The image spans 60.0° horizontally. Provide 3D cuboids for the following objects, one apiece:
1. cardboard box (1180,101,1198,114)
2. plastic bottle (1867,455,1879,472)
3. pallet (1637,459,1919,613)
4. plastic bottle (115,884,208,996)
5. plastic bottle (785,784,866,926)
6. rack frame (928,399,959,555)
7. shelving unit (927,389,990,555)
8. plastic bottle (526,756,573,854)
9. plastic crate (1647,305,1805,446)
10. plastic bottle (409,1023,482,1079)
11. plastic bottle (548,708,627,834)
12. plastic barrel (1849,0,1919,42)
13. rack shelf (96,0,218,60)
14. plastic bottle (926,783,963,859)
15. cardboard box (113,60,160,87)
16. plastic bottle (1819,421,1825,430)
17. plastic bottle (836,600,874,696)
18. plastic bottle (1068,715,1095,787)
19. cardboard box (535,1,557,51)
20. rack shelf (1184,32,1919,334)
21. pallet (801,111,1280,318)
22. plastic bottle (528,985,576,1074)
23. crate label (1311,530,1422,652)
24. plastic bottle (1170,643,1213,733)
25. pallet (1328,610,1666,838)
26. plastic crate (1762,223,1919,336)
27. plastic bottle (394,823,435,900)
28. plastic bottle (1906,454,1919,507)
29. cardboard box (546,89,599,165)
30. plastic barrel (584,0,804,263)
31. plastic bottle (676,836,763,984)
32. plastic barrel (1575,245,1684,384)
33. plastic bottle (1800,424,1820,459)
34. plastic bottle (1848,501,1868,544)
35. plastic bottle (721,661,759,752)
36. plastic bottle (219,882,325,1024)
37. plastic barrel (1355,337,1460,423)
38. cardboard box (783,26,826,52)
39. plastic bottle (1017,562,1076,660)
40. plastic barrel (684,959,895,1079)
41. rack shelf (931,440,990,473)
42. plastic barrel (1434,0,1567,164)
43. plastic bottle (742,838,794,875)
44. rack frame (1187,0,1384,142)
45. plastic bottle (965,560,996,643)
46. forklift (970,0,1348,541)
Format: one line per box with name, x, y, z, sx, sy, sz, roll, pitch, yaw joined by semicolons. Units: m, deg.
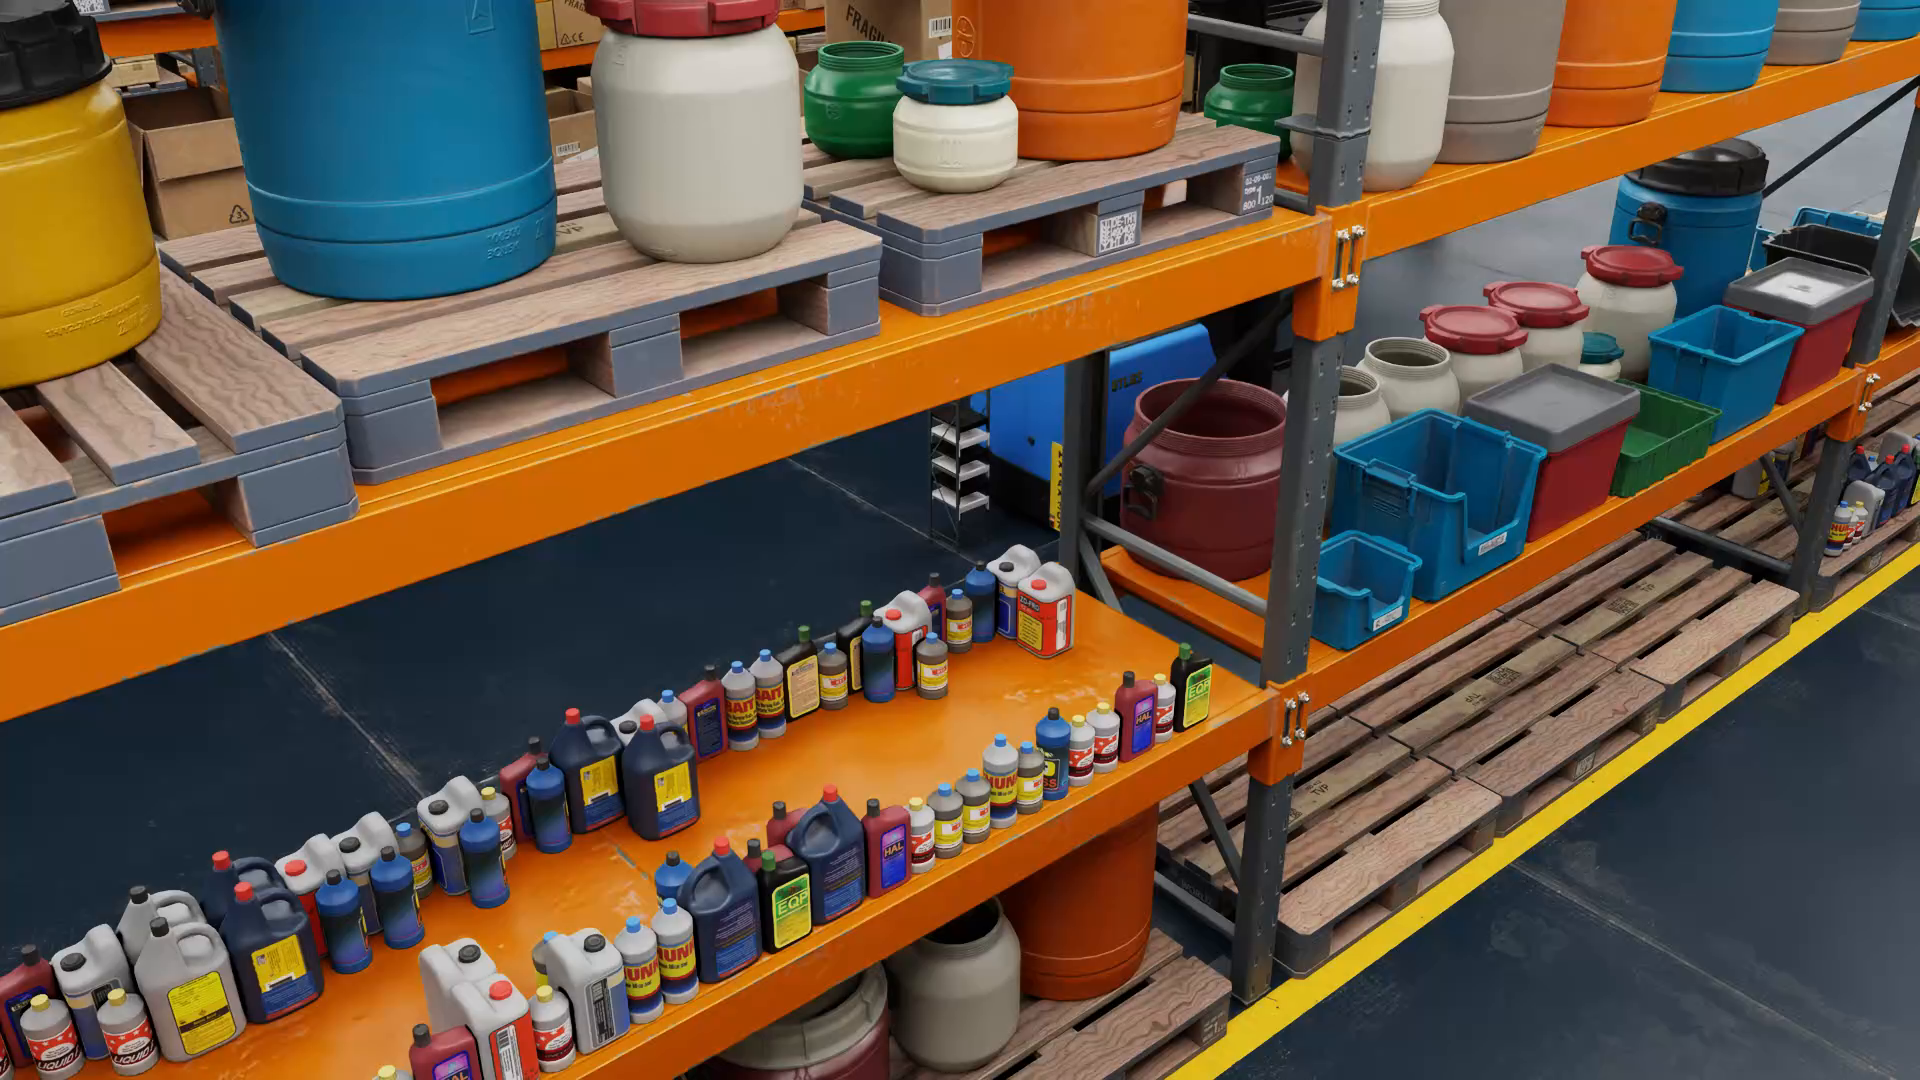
cardboard box;1.452;-2.993;11.434;0.250;0.149;0.380;-22;35;-35
plastic bottle;4.669;-0.308;8.572;0.097;0.271;0.097;0;28;0
pallet;4.291;-0.092;8.698;1.213;0.211;1.003;-22;35;-35
plastic bottle;-1.846;0.939;3.862;0.185;0.351;0.144;-22;35;-35
plastic bottle;-0.338;0.774;4.171;0.185;0.351;0.144;-22;35;-35
rack frame;-0.084;-0.363;8.475;0.006;0.900;0.240;-22;35;-35
shelving unit;-0.006;-0.394;8.533;0.210;0.900;0.258;-22;35;-35
plastic bottle;-1.091;0.694;4.406;0.097;0.271;0.097;0;28;0
plastic crate;3.116;-0.675;6.848;0.575;0.384;0.392;-22;35;-35
plastic bottle;-1.101;1.136;3.565;0.133;0.283;0.061;-22;35;-35
plastic bottle;-1.008;0.602;4.493;0.185;0.351;0.144;-22;35;-35
plastic barrel;3.507;-2.442;6.423;0.708;0.901;0.600;-22;35;-35
rack shelf;-4.026;-2.077;7.036;4.000;0.370;1.077;-22;35;-35
plastic bottle;-0.040;0.735;4.404;0.097;0.201;0.097;0;28;0
cardboard box;-5.724;-3.252;11.473;0.250;0.149;0.380;-21;35;-34
plastic bottle;4.878;-0.767;9.431;0.097;0.271;0.097;0;28;0
plastic bottle;-0.312;0.326;5.081;0.133;0.283;0.061;-22;35;-35
plastic bottle;0.330;0.586;4.682;0.097;0.201;0.097;0;28;0
cardboard box;-3.596;-4.196;13.313;0.500;0.500;0.500;-21;35;-34
rack shelf;2.232;-1.525;6.002;4.000;0.370;1.077;-22;35;-35
pallet;0.065;-0.948;4.360;1.213;0.211;1.003;-22;35;-35
plastic bottle;-0.923;1.090;3.739;0.097;0.201;0.097;0;28;0
crate label;1.274;0.172;5.424;0.416;0.233;0.303;-22;35;-35
plastic bottle;0.680;0.420;4.905;0.133;0.283;0.061;-22;35;-35
pallet;2.253;0.728;7.164;1.213;0.211;1.003;-22;35;-35
plastic crate;4.234;-1.219;7.914;0.504;0.338;0.767;-22;35;-35
plastic bottle;-1.408;0.815;4.254;0.097;0.201;0.097;0;28;0
plastic bottle;4.933;-0.319;8.579;0.133;0.283;0.061;-20;34;-33
cardboard box;-2.119;-2.093;8.931;0.500;0.500;0.500;23;36;36
plastic barrel;-0.540;-0.879;3.441;0.433;0.535;0.433;0;28;0
plastic bottle;-0.580;0.871;3.989;0.185;0.351;0.144;-22;35;-35
plastic barrel;2.883;-0.977;7.252;0.433;0.535;0.433;0;28;0
plastic bottle;4.644;-0.596;9.097;0.133;0.283;0.061;-22;35;-35
plastic bottle;4.435;-0.094;8.245;0.097;0.201;0.097;0;28;0
plastic bottle;-0.638;0.474;4.817;0.097;0.271;0.097;0;28;0
plastic bottle;-1.611;0.934;3.872;0.185;0.351;0.144;-22;35;-35
plastic barrel;1.675;-0.477;6.342;0.421;0.512;0.421;0;28;0
cardboard box;-1.396;-4.409;15.627;0.875;0.875;0.875;-22;35;-35
plastic bottle;0.270;0.218;5.291;0.135;0.276;0.152;-22;35;-35
plastic barrel;-0.510;1.472;4.926;0.708;0.588;0.600;-22;35;-35
rack shelf;-0.006;-0.444;8.507;0.200;0.077;0.258;-22;35;-35
plastic barrel;1.476;-1.625;4.894;0.600;0.901;0.600;0;28;0
plastic bottle;-0.471;0.846;4.109;0.133;0.283;0.061;-22;35;-35
rack frame;0.710;-2.554;3.981;0.127;3.000;1.000;-22;35;-35
plastic bottle;0.066;0.191;5.346;0.097;0.271;0.097;0;28;0
forklift;1.501;-1.841;9.085;3.031;2.935;1.130;-21;35;-34
